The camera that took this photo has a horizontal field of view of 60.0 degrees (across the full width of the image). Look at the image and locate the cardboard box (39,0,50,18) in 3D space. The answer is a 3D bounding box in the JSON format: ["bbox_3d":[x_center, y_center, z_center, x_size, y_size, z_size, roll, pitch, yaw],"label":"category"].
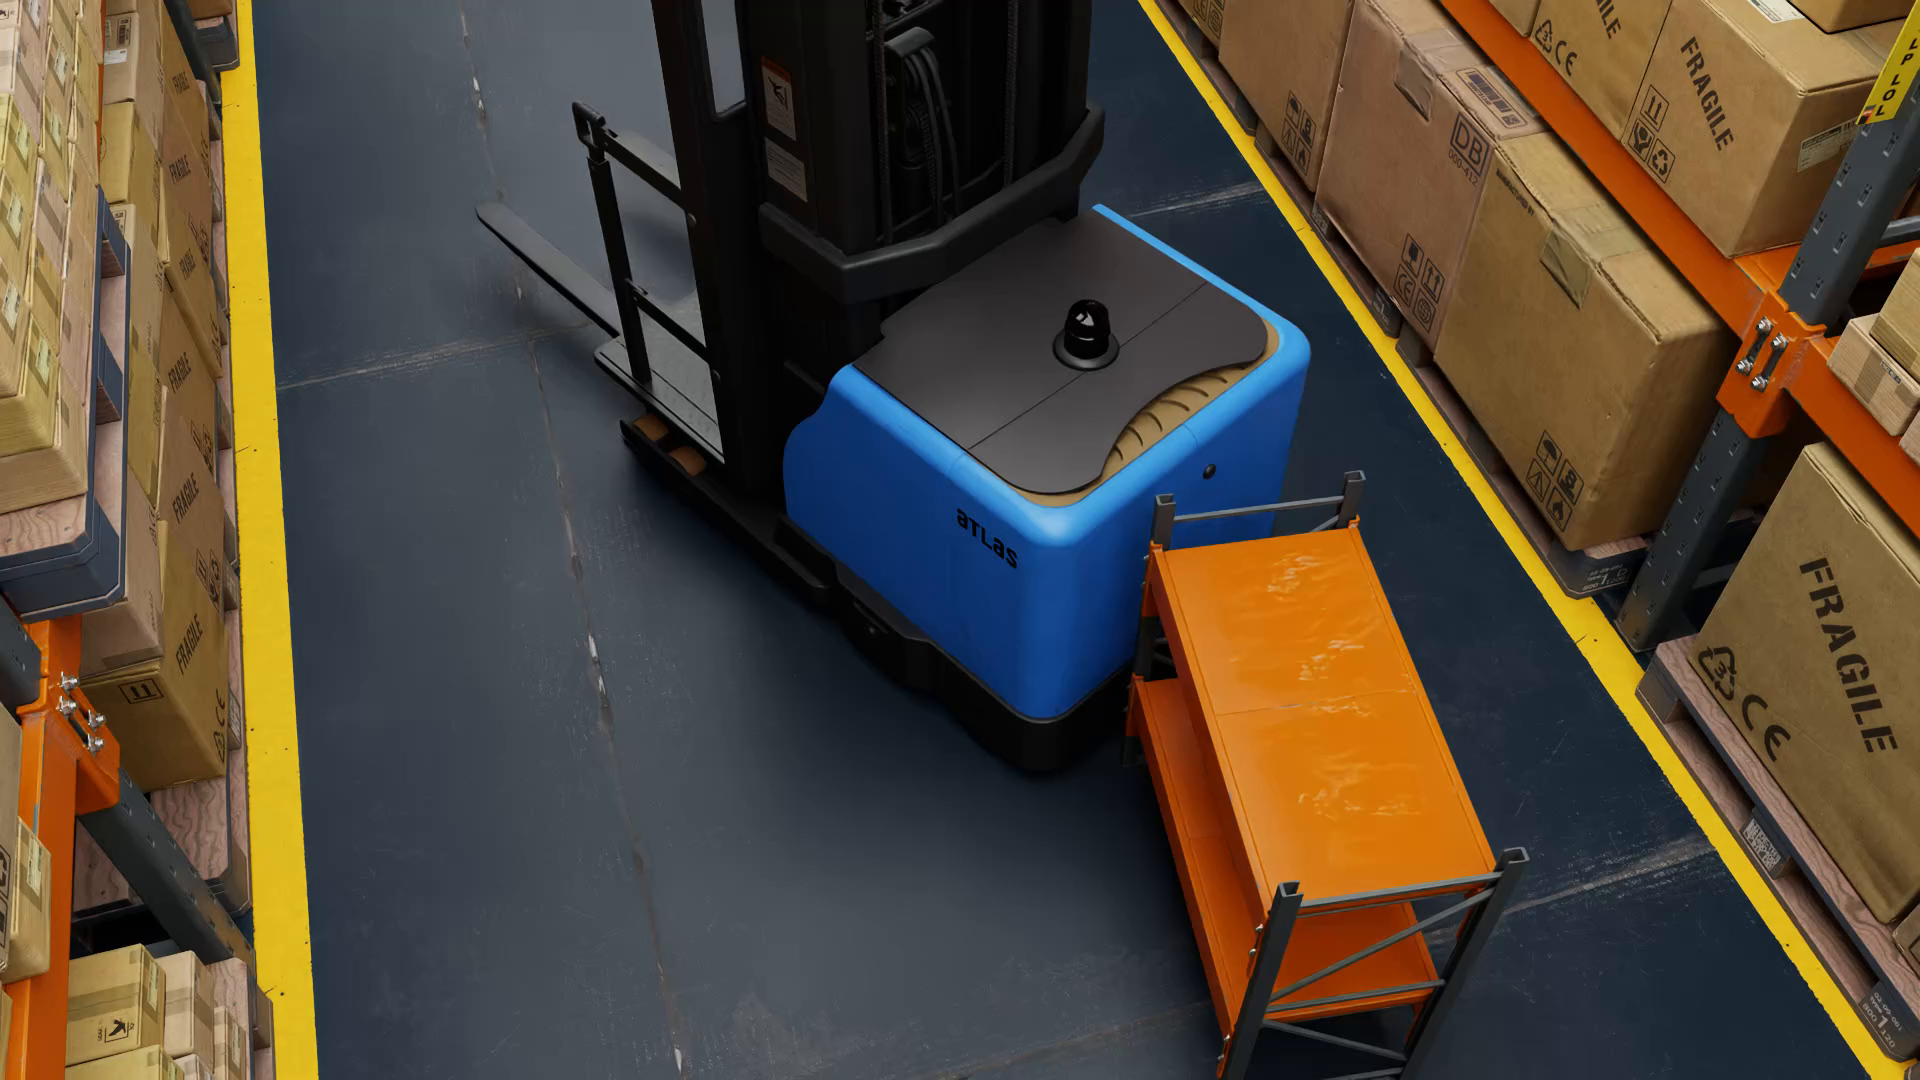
[{"bbox_3d":[-2.359,-1.315,3.897,0.380,0.149,0.250,-12,51,-10],"label":"cardboard box"}]

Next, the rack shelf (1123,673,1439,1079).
[{"bbox_3d":[0.784,0.781,4.175,0.538,0.278,1.000,-7,50,-6],"label":"rack shelf"}]

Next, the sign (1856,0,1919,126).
[{"bbox_3d":[1.954,-0.999,3.425,0.100,0.325,0.005,-13,51,-11],"label":"sign"}]

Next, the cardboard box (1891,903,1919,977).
[{"bbox_3d":[2.855,0.926,3.622,0.875,0.875,0.875,-13,51,-11],"label":"cardboard box"}]

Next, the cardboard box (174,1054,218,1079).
[{"bbox_3d":[-1.810,1.307,3.581,0.380,0.149,0.250,-16,52,-13],"label":"cardboard box"}]

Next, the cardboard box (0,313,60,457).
[{"bbox_3d":[-1.975,-0.275,3.215,0.380,0.149,0.250,-13,51,-10],"label":"cardboard box"}]

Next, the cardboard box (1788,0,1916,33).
[{"bbox_3d":[2.273,-1.601,3.916,0.797,0.503,0.637,-15,51,-12],"label":"cardboard box"}]

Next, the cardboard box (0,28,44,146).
[{"bbox_3d":[-2.209,-0.944,3.584,0.380,0.149,0.250,-14,51,-11],"label":"cardboard box"}]

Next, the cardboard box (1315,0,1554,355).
[{"bbox_3d":[1.996,-1.347,5.538,1.225,0.875,0.875,-15,51,-12],"label":"cardboard box"}]

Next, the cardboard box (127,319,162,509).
[{"bbox_3d":[-2.424,-0.292,4.404,0.500,0.250,0.500,-12,51,-10],"label":"cardboard box"}]

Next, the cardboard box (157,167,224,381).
[{"bbox_3d":[-2.715,-0.800,5.323,0.500,0.500,0.500,-15,52,-13],"label":"cardboard box"}]

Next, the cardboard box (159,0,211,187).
[{"bbox_3d":[-3.037,-1.563,5.966,0.500,0.500,0.500,-14,51,-11],"label":"cardboard box"}]

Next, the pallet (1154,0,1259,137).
[{"bbox_3d":[1.448,-2.211,6.976,1.003,0.211,1.213,-13,51,-11],"label":"pallet"}]

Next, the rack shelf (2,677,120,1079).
[{"bbox_3d":[-1.707,1.959,2.107,1.077,0.370,4.000,-13,51,-11],"label":"rack shelf"}]

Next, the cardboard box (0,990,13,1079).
[{"bbox_3d":[-1.788,0.876,2.714,0.380,0.149,0.250,-11,51,-10],"label":"cardboard box"}]

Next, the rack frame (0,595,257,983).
[{"bbox_3d":[-2.298,0.267,3.063,1.000,3.000,0.127,-13,51,-11],"label":"rack frame"}]

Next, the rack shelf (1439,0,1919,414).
[{"bbox_3d":[1.878,-2.010,5.453,1.077,0.370,4.000,-13,51,-11],"label":"rack shelf"}]

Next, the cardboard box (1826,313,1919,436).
[{"bbox_3d":[2.239,-0.409,3.797,0.380,0.149,0.250,-13,51,-11],"label":"cardboard box"}]

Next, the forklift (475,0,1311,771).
[{"bbox_3d":[-0.454,-1.335,4.458,1.130,2.935,3.031,-36,59,-27],"label":"forklift"}]

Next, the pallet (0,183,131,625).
[{"bbox_3d":[-2.385,-0.262,3.635,1.003,0.211,1.213,-13,51,-11],"label":"pallet"}]

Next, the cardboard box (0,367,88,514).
[{"bbox_3d":[-1.975,-0.179,3.329,0.380,0.149,0.250,-16,52,-13],"label":"cardboard box"}]

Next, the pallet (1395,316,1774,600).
[{"bbox_3d":[2.170,-0.429,5.473,1.003,0.211,1.213,-13,51,-11],"label":"pallet"}]

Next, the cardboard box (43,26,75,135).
[{"bbox_3d":[-2.290,-1.039,3.859,0.380,0.149,0.250,-11,51,-10],"label":"cardboard box"}]

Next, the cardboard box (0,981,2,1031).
[{"bbox_3d":[-1.733,0.808,2.347,0.500,0.500,0.500,-15,51,-12],"label":"cardboard box"}]

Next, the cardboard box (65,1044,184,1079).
[{"bbox_3d":[-1.831,1.237,3.446,0.380,0.149,0.250,-13,51,-11],"label":"cardboard box"}]

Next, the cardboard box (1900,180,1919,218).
[{"bbox_3d":[2.572,-1.206,4.239,0.500,0.500,0.500,-13,51,-11],"label":"cardboard box"}]

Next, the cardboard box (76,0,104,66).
[{"bbox_3d":[-2.438,-1.316,4.288,0.380,0.149,0.250,-15,52,-13],"label":"cardboard box"}]

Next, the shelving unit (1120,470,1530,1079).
[{"bbox_3d":[0.784,0.624,3.988,0.538,1.125,1.048,-7,50,-6],"label":"shelving unit"}]

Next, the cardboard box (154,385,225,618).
[{"bbox_3d":[-2.422,-0.049,4.689,0.500,0.500,0.500,-11,51,-9],"label":"cardboard box"}]

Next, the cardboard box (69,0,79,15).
[{"bbox_3d":[-2.440,-1.417,4.178,0.380,0.149,0.250,-14,51,-12],"label":"cardboard box"}]

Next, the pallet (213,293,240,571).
[{"bbox_3d":[-2.894,-0.295,5.361,1.003,0.211,1.213,-13,51,-11],"label":"pallet"}]

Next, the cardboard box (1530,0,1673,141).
[{"bbox_3d":[1.931,-1.456,4.450,0.500,0.500,0.500,-12,51,-10],"label":"cardboard box"}]

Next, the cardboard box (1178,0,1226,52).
[{"bbox_3d":[1.471,-2.644,6.632,1.225,0.875,0.875,-15,52,-13],"label":"cardboard box"}]

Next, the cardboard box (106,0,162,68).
[{"bbox_3d":[-3.029,-1.786,5.663,0.500,0.250,0.500,-14,51,-12],"label":"cardboard box"}]

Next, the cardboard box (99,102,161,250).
[{"bbox_3d":[-2.733,-1.045,5.039,0.500,0.250,0.500,-12,51,-10],"label":"cardboard box"}]

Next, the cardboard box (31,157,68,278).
[{"bbox_3d":[-2.131,-0.652,3.533,0.380,0.149,0.250,-12,51,-10],"label":"cardboard box"}]

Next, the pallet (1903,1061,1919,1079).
[{"bbox_3d":[2.984,1.584,3.777,1.003,0.211,1.213,-13,51,-11],"label":"pallet"}]

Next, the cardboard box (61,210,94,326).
[{"bbox_3d":[-2.133,-0.564,3.653,0.380,0.149,0.250,-13,51,-11],"label":"cardboard box"}]

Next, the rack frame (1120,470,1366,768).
[{"bbox_3d":[0.703,0.240,4.312,0.500,1.125,0.032,-7,50,-6],"label":"rack frame"}]

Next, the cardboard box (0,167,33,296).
[{"bbox_3d":[-2.064,-0.573,3.272,0.380,0.149,0.250,-12,51,-10],"label":"cardboard box"}]

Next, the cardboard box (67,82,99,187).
[{"bbox_3d":[-2.282,-0.933,3.965,0.380,0.149,0.250,-15,52,-13],"label":"cardboard box"}]

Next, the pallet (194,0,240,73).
[{"bbox_3d":[-3.642,-2.349,7.092,1.003,0.211,1.213,-13,51,-11],"label":"pallet"}]
